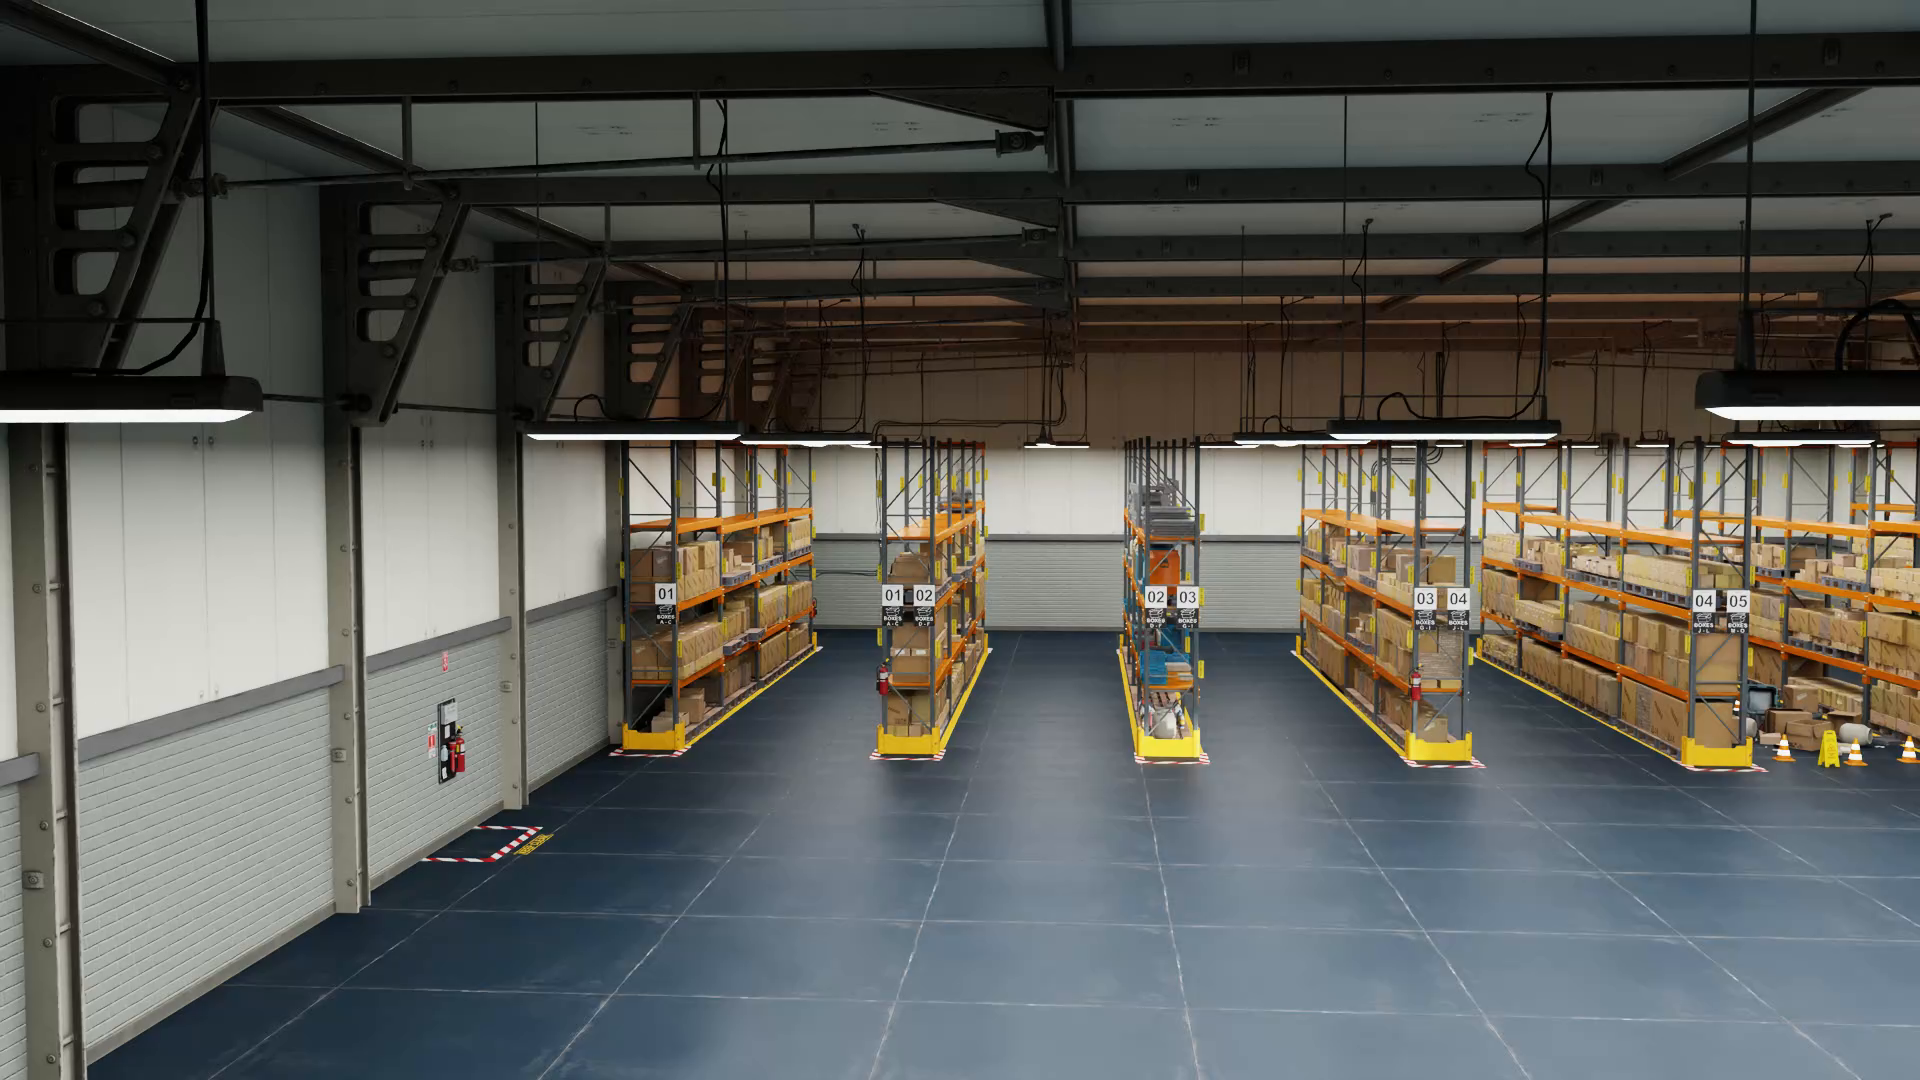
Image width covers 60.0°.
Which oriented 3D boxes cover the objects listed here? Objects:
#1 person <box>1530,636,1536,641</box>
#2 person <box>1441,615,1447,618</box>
[{"bbox_3d":[16.433,2.425,47.217,0.617,1.565,0.536,0,3,-5],"label":"person"},{"bbox_3d":[13.227,2.381,46.205,0.696,1.791,0.899,2,3,28],"label":"person"}]
